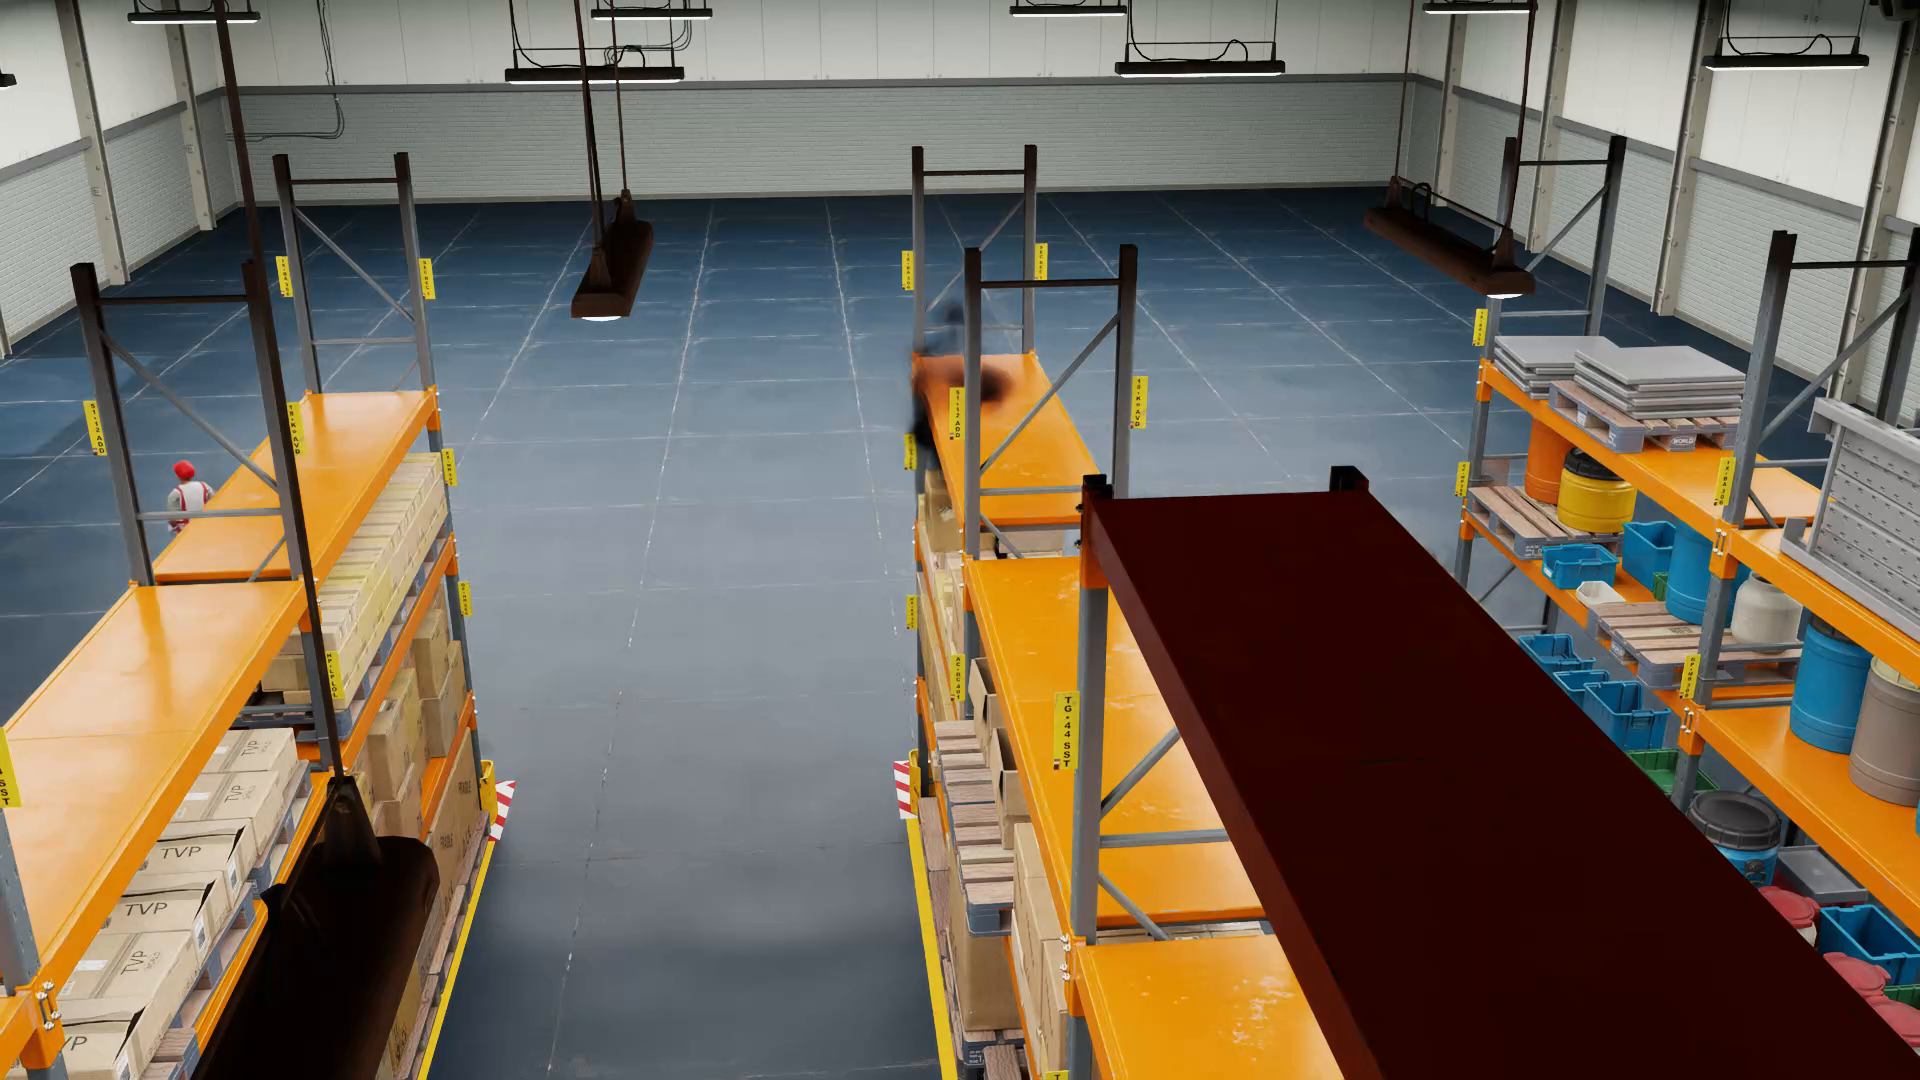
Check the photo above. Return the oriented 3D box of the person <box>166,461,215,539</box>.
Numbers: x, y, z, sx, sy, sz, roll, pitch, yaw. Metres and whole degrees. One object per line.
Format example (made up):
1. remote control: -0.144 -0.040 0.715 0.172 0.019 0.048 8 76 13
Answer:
1. person: -9.052 -0.119 19.540 0.581 1.741 0.643 18 28 38
